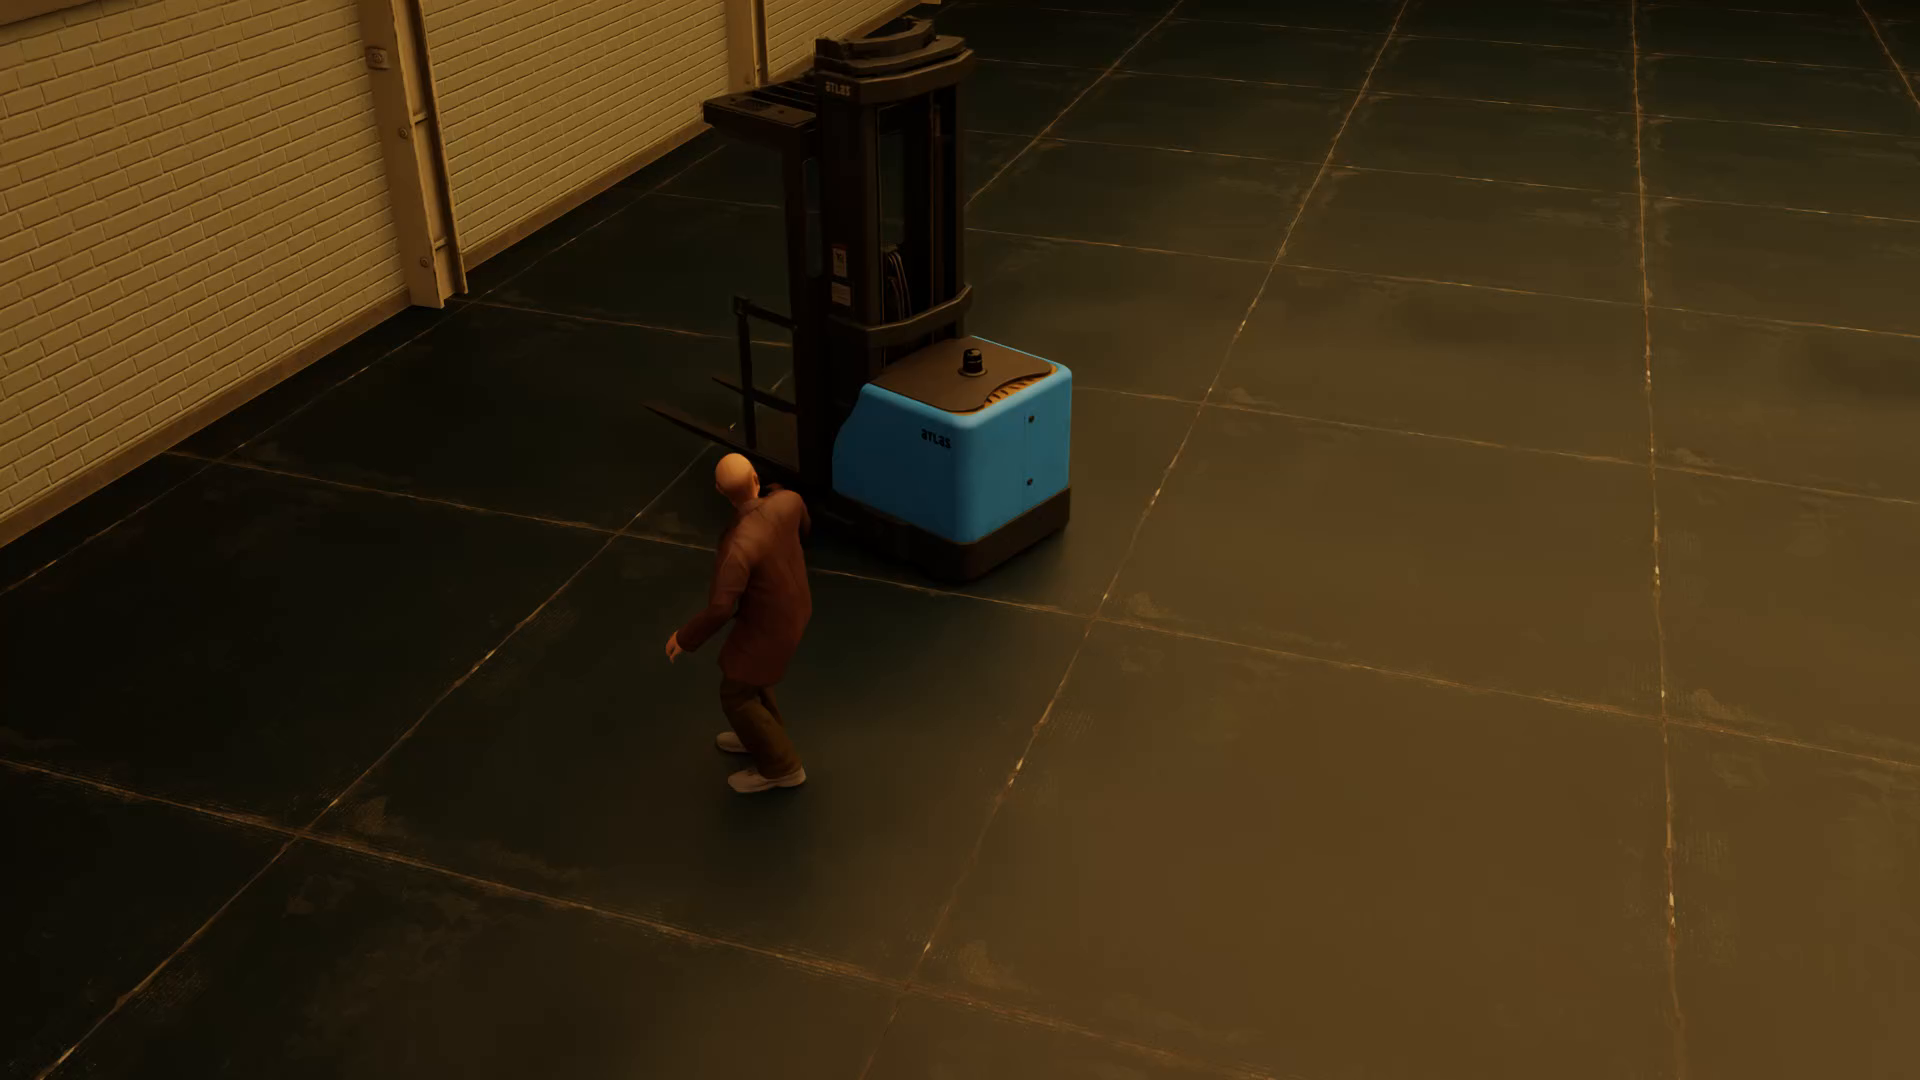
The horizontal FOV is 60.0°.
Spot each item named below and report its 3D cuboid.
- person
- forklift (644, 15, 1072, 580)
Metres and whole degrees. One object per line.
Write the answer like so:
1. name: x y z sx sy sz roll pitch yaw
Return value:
1. person: -0.990 0.374 7.735 0.551 1.728 0.825 9 31 15
2. forklift: -0.777 -1.641 10.015 3.031 2.935 1.130 23 37 34
